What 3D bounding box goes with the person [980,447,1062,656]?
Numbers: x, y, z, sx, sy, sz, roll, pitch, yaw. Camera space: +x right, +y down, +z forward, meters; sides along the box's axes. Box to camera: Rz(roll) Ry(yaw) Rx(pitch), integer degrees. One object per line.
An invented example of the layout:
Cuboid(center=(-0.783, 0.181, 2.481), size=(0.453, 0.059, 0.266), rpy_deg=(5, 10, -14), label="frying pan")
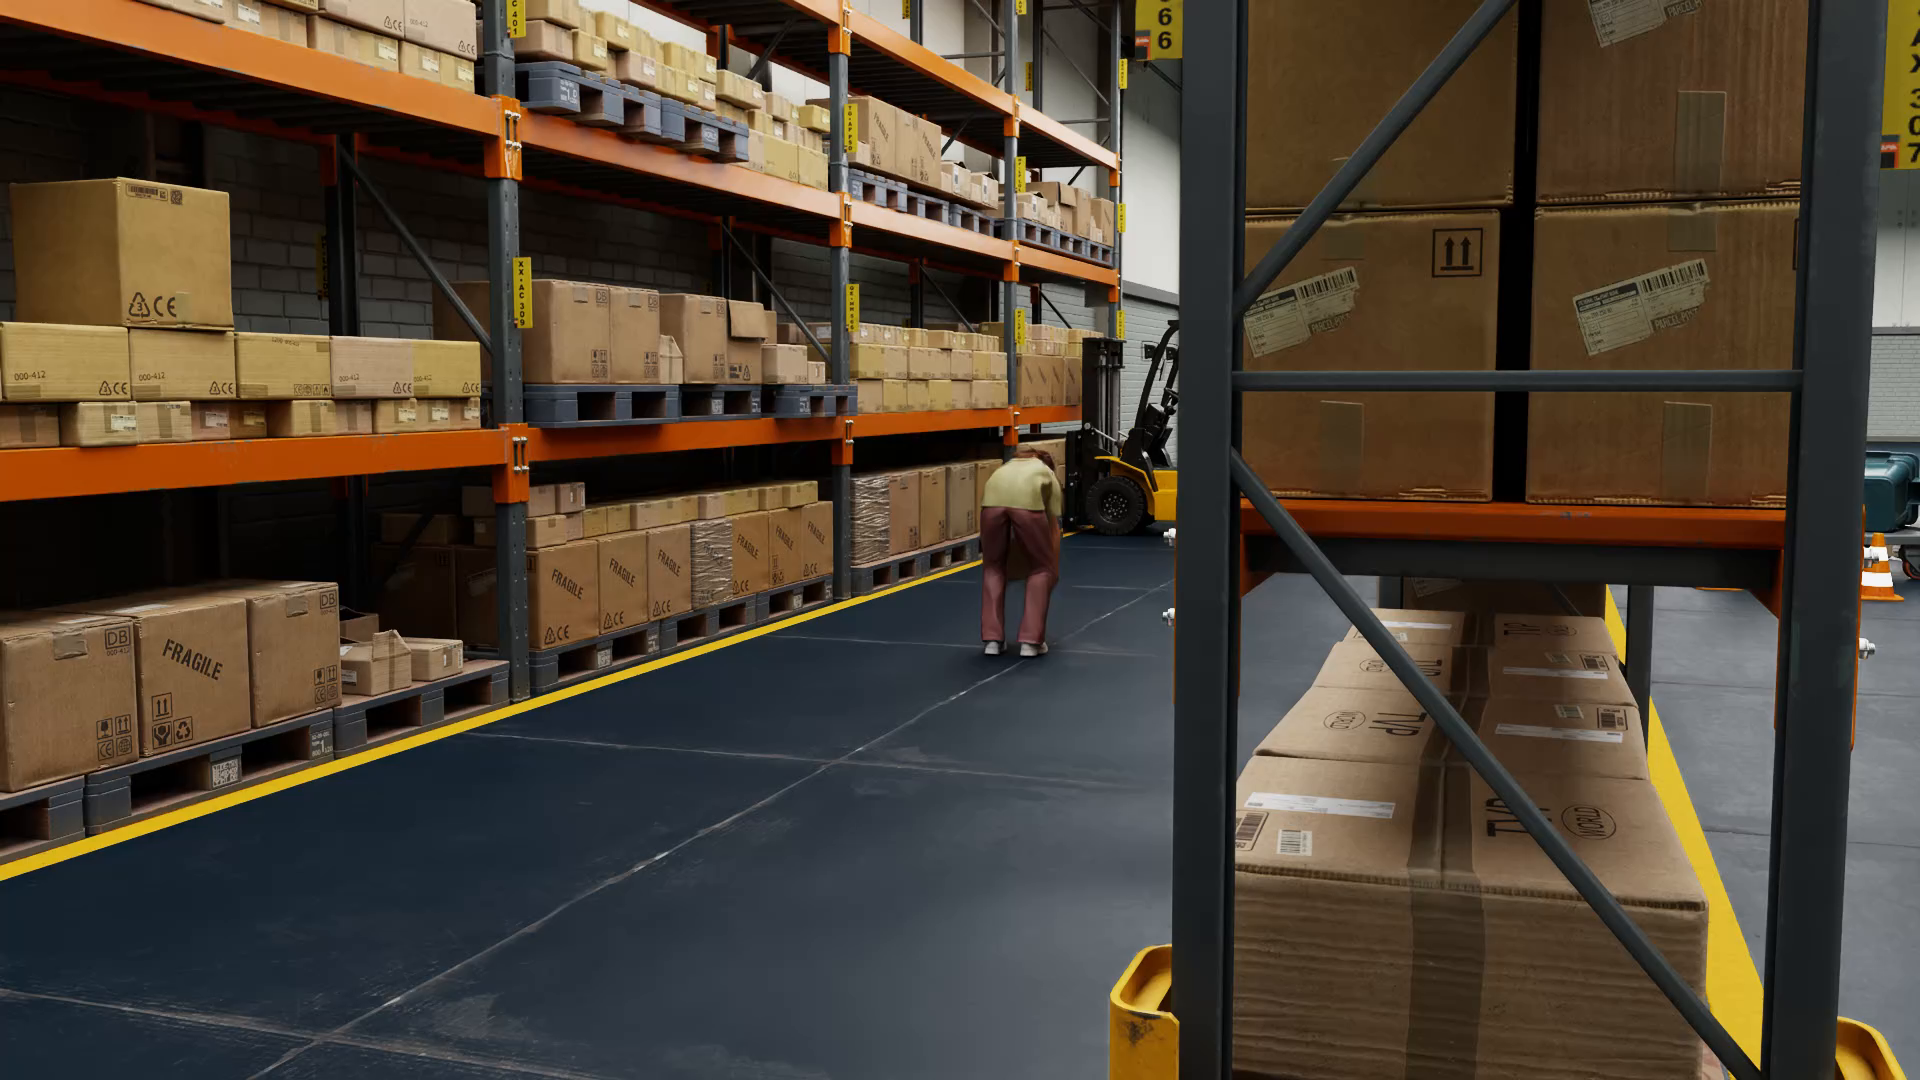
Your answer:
Cuboid(center=(0.372, 0.047, 9.523), size=(0.421, 1.158, 0.865), rpy_deg=(2, 6, 17), label="person")
